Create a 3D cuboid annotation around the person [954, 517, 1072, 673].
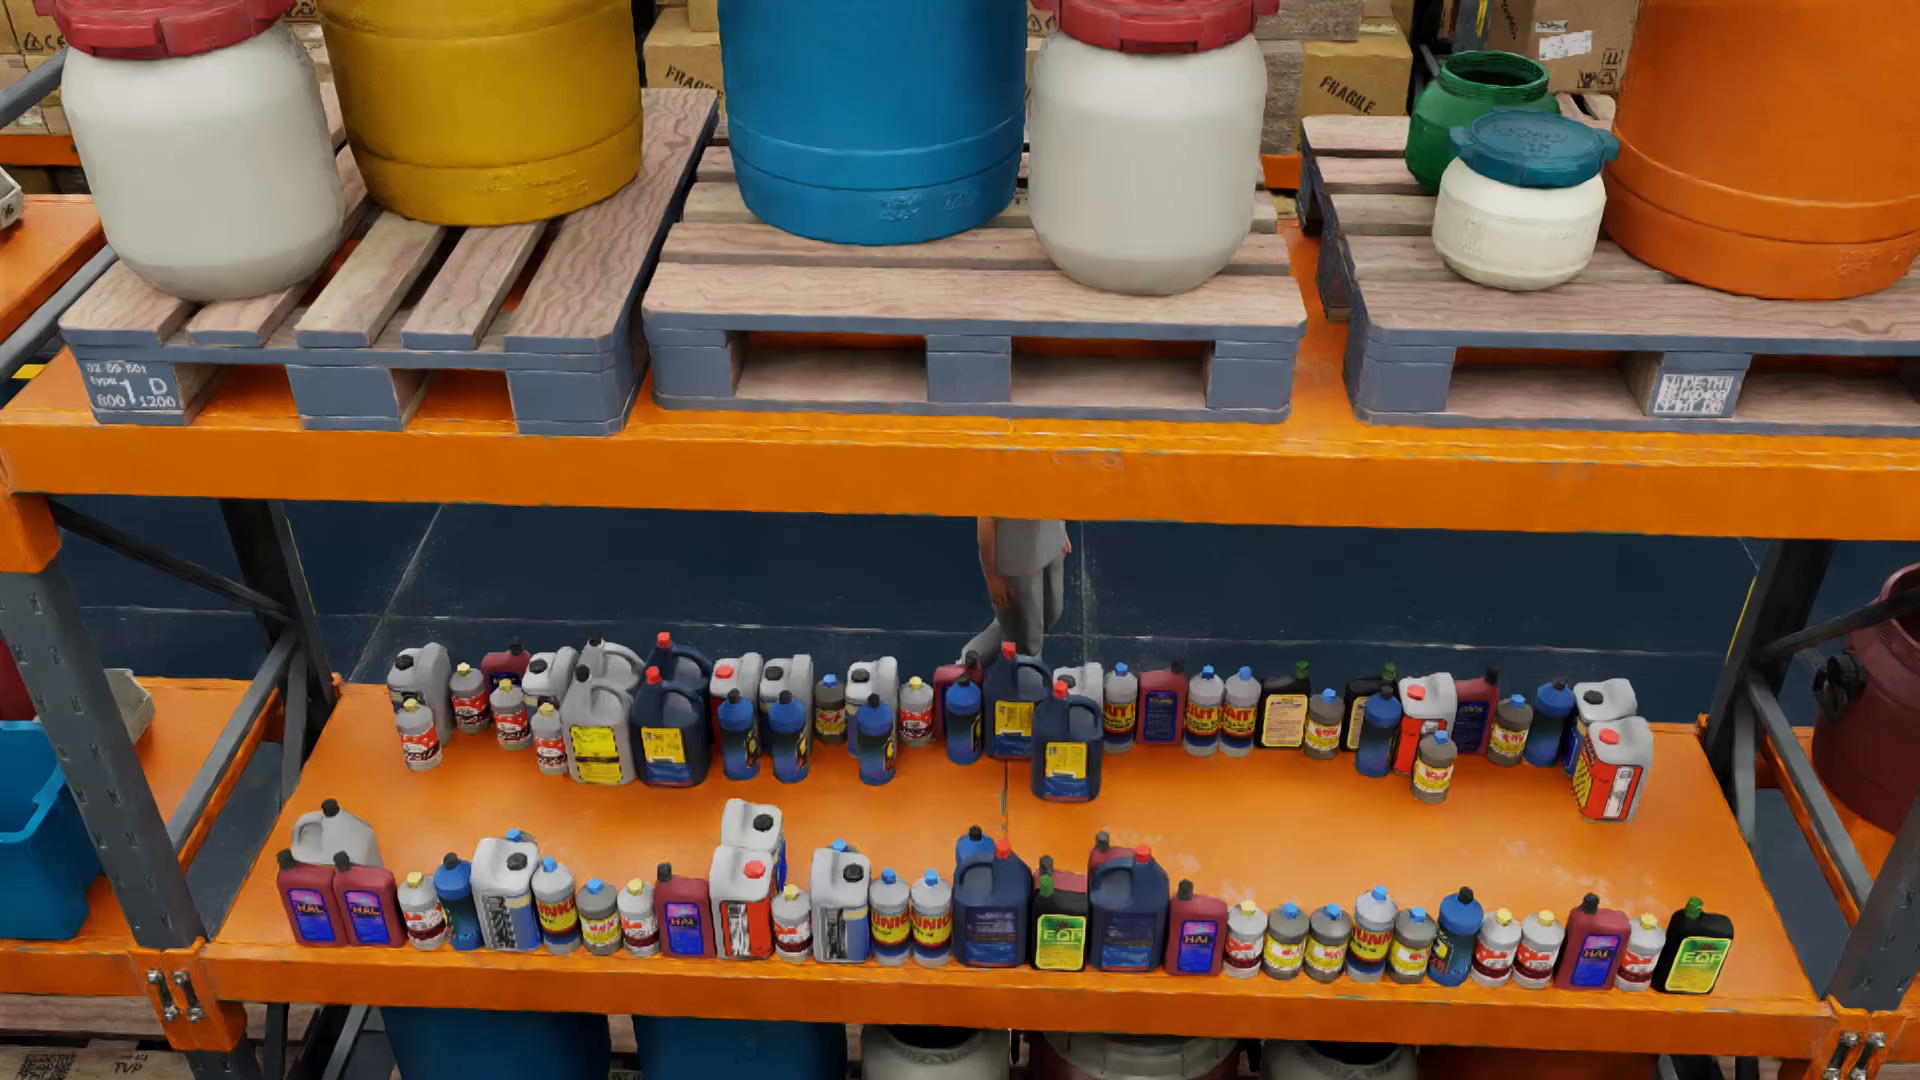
[{"bbox_3d":[0.216,0.039,6.084,0.622,1.666,0.450,21,41,27],"label":"person"}]
